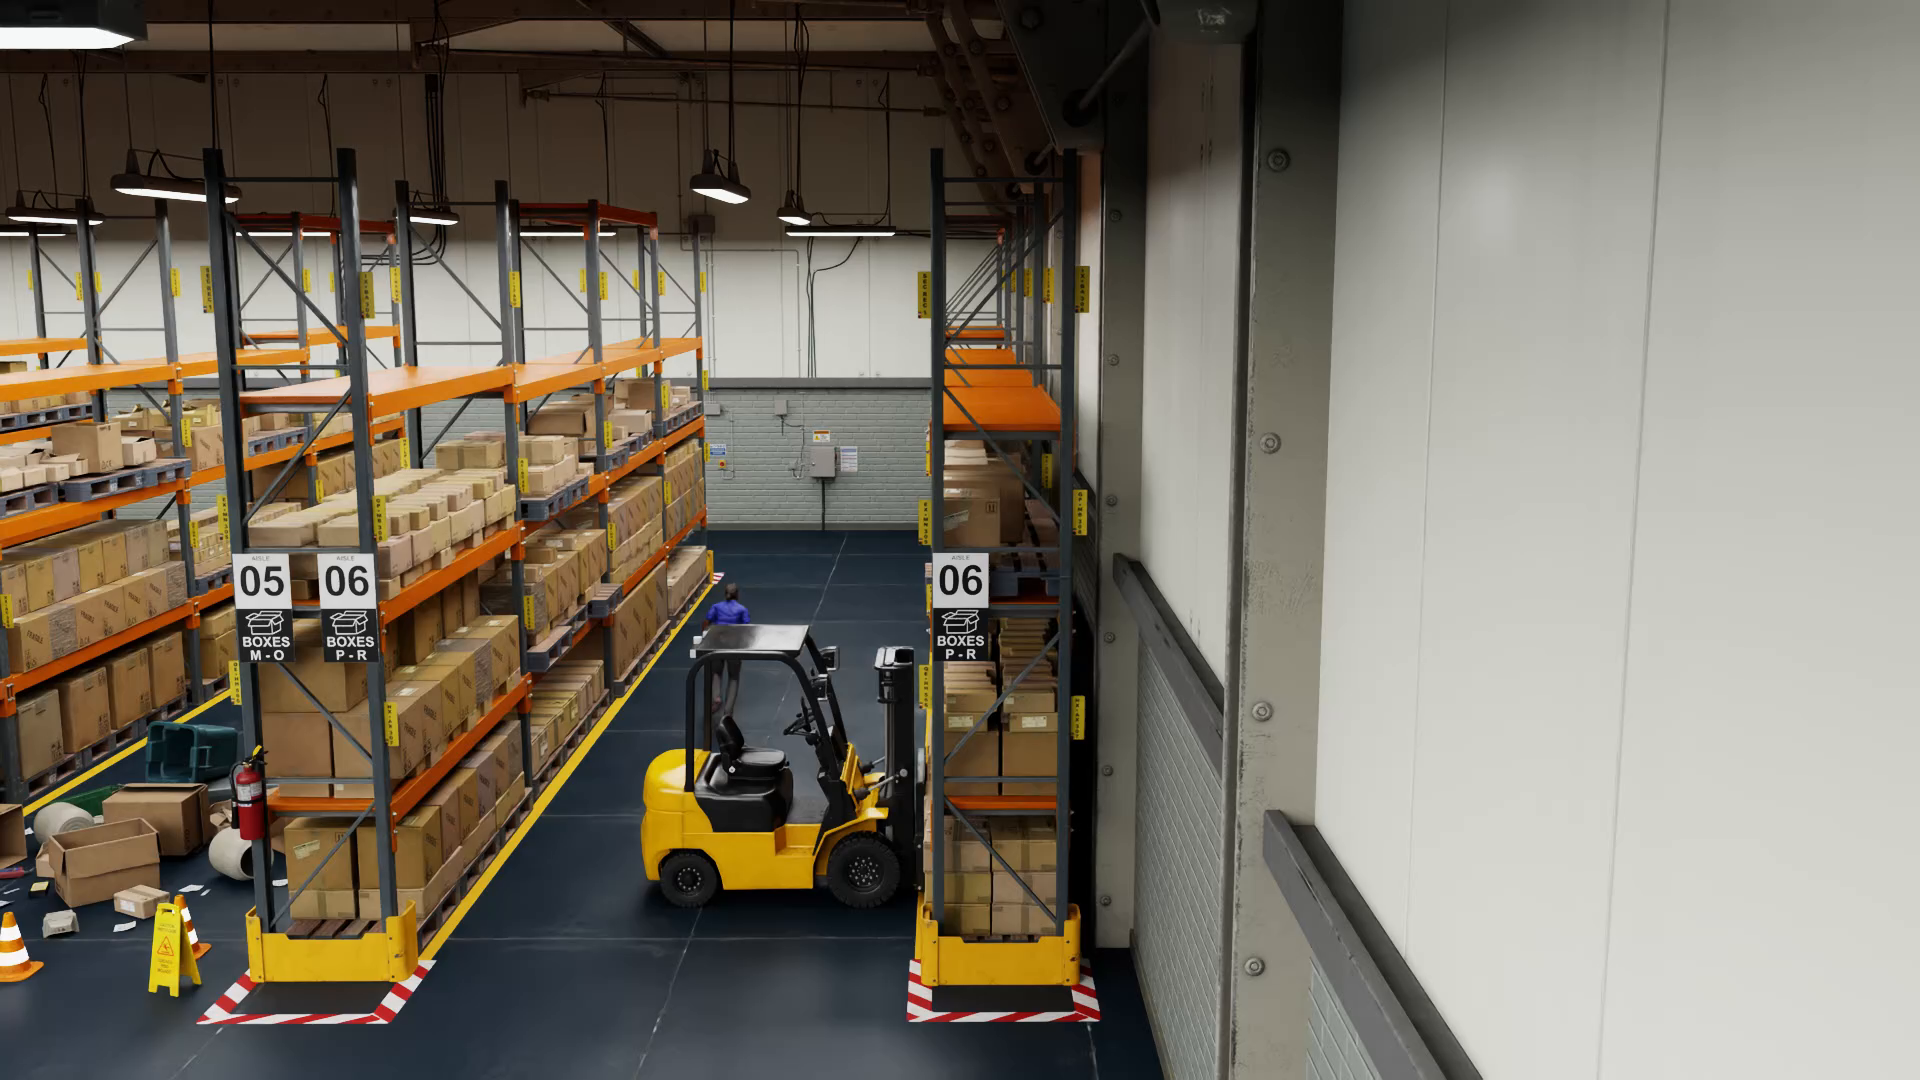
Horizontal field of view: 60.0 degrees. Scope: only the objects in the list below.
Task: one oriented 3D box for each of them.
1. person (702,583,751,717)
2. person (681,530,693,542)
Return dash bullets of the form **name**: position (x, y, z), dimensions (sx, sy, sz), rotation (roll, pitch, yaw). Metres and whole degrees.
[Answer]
- **person**: position (-2.744, 1.289, 19.625), dimensions (0.576, 1.545, 0.716), rotation (0, 9, 1)
- **person**: position (-5.445, -0.729, 31.425), dimensions (0.875, 1.771, 0.607), rotation (-6, 11, -31)
